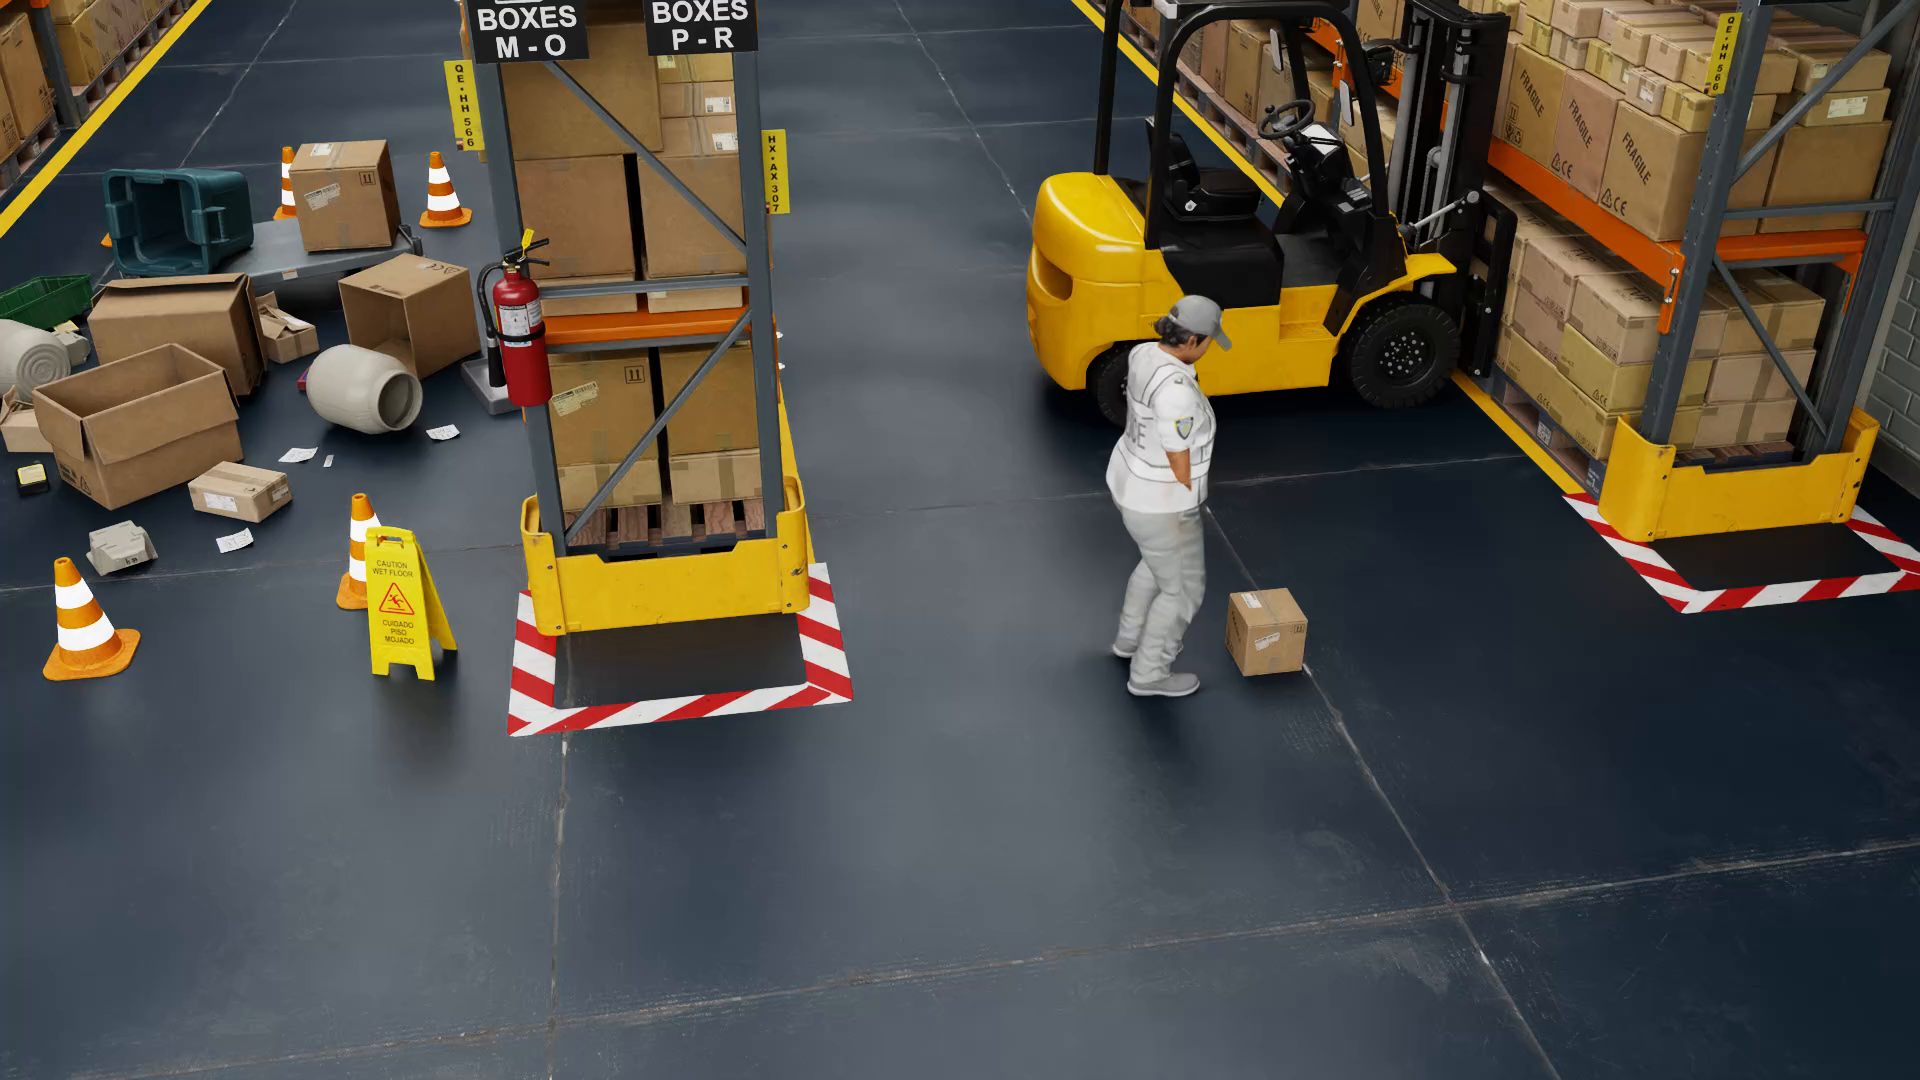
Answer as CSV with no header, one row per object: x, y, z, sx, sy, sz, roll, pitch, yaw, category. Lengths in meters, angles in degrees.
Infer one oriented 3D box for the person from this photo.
0.793,-0.175,6.461,0.440,1.638,0.486,-5,31,-8,person
